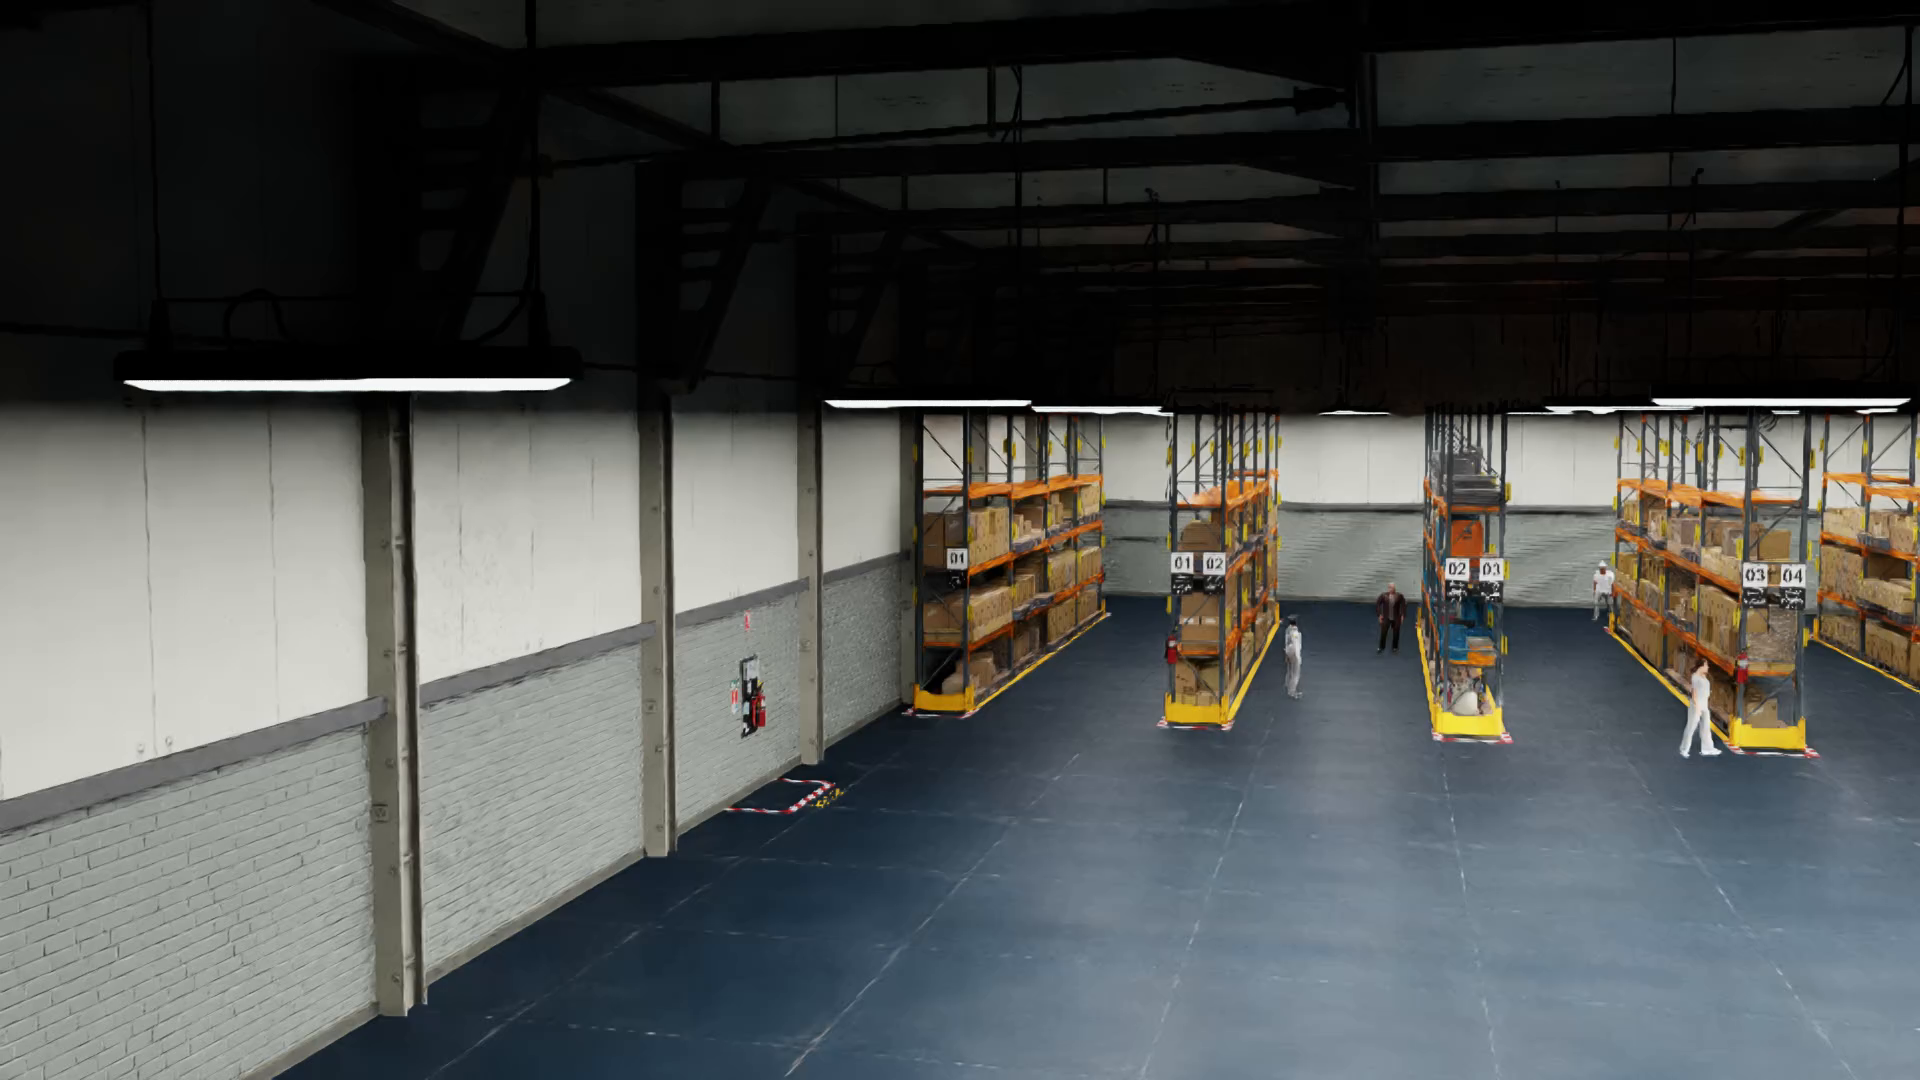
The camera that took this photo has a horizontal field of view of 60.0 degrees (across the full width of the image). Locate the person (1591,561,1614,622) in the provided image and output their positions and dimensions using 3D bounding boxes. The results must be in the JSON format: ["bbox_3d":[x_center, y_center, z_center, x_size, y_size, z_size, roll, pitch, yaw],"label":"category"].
[{"bbox_3d":[18.074,1.430,46.673,0.618,1.712,0.971,3,5,35],"label":"person"}]

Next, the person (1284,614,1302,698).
[{"bbox_3d":[6.858,2.384,34.177,0.358,1.730,0.544,-1,4,-14],"label":"person"}]

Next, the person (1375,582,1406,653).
[{"bbox_3d":[10.463,1.879,40.399,0.729,1.733,0.546,1,4,13],"label":"person"}]

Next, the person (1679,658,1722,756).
[{"bbox_3d":[12.486,2.805,28.051,0.666,1.662,0.528,-4,6,-44],"label":"person"}]
